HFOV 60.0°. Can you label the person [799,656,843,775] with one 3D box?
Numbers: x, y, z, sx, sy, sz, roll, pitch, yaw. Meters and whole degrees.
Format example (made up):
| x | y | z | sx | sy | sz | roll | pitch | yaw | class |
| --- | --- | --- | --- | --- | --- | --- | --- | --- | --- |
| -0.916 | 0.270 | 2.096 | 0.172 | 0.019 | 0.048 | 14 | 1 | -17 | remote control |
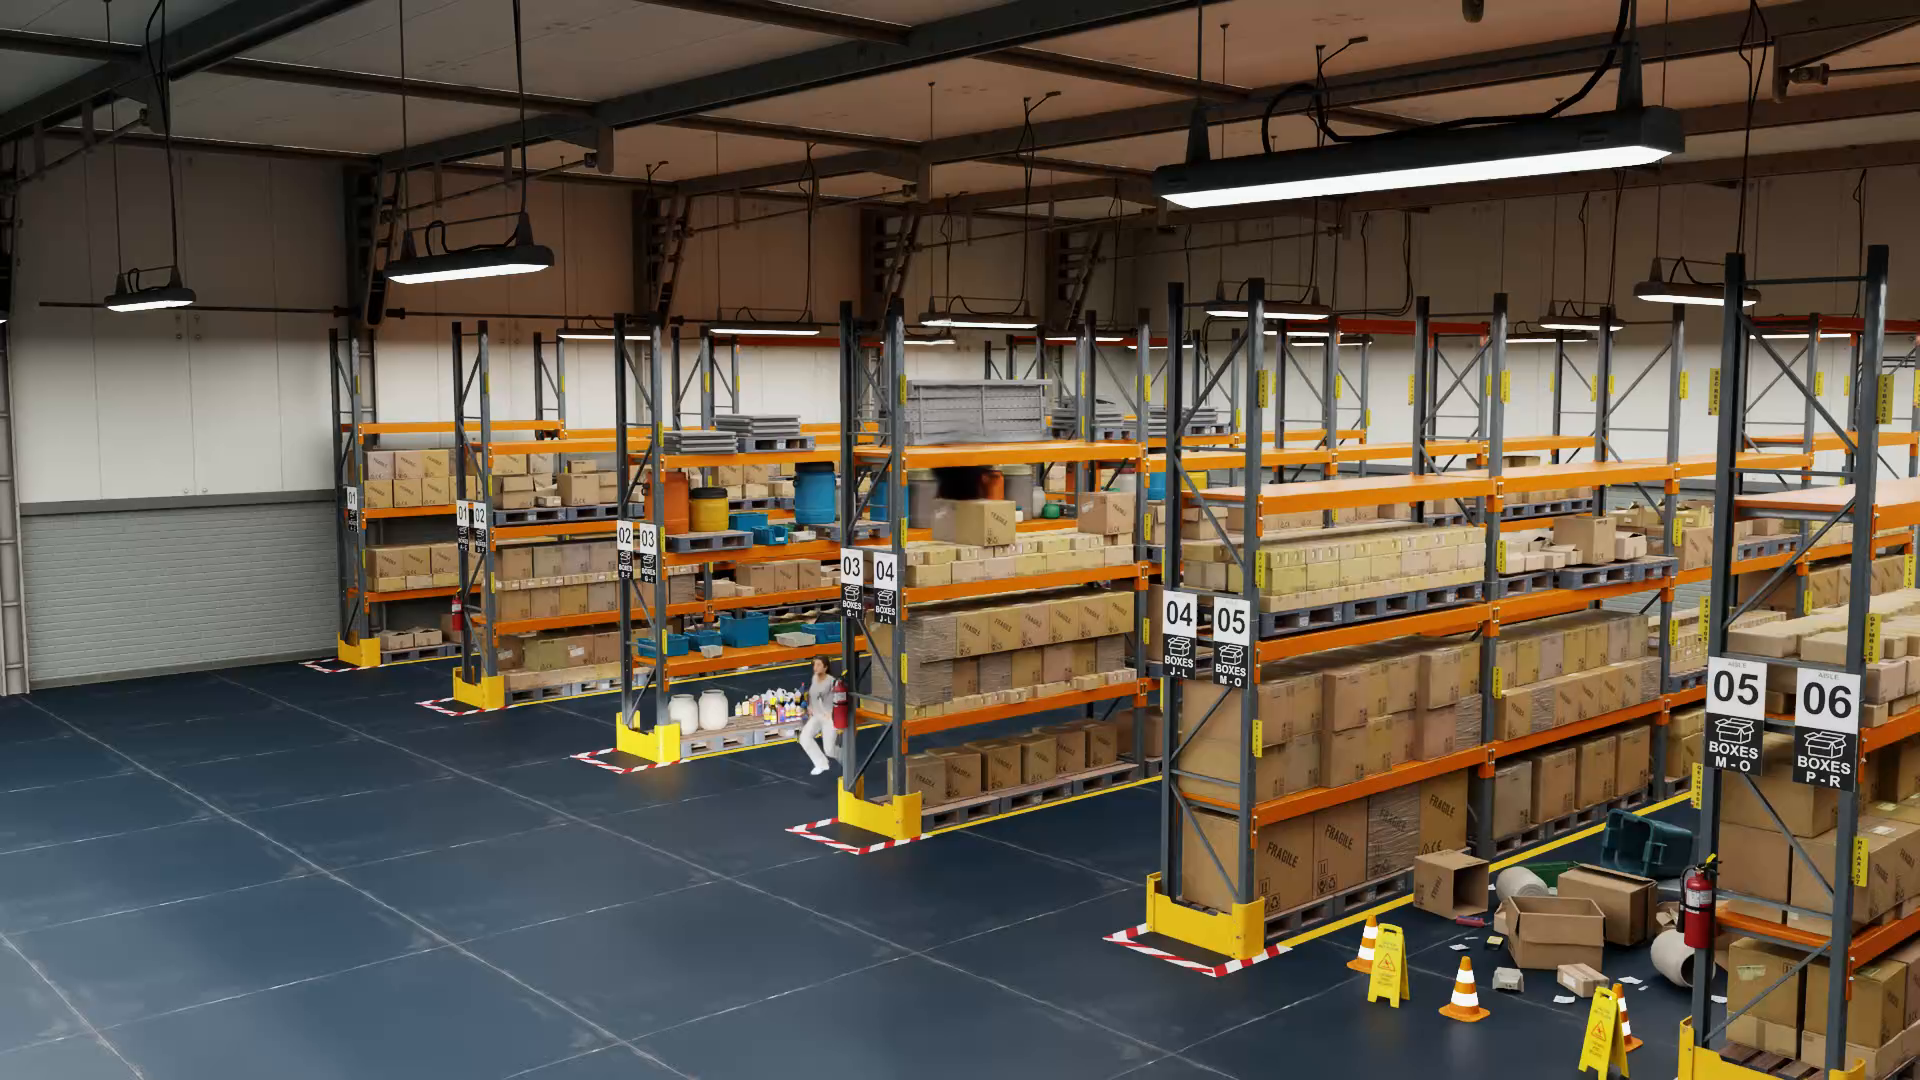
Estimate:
| x | y | z | sx | sy | sz | roll | pitch | yaw | class |
| --- | --- | --- | --- | --- | --- | --- | --- | --- | --- |
| -1.680 | 2.213 | 20.663 | 0.589 | 1.568 | 0.799 | 4 | 7 | 37 | person |
